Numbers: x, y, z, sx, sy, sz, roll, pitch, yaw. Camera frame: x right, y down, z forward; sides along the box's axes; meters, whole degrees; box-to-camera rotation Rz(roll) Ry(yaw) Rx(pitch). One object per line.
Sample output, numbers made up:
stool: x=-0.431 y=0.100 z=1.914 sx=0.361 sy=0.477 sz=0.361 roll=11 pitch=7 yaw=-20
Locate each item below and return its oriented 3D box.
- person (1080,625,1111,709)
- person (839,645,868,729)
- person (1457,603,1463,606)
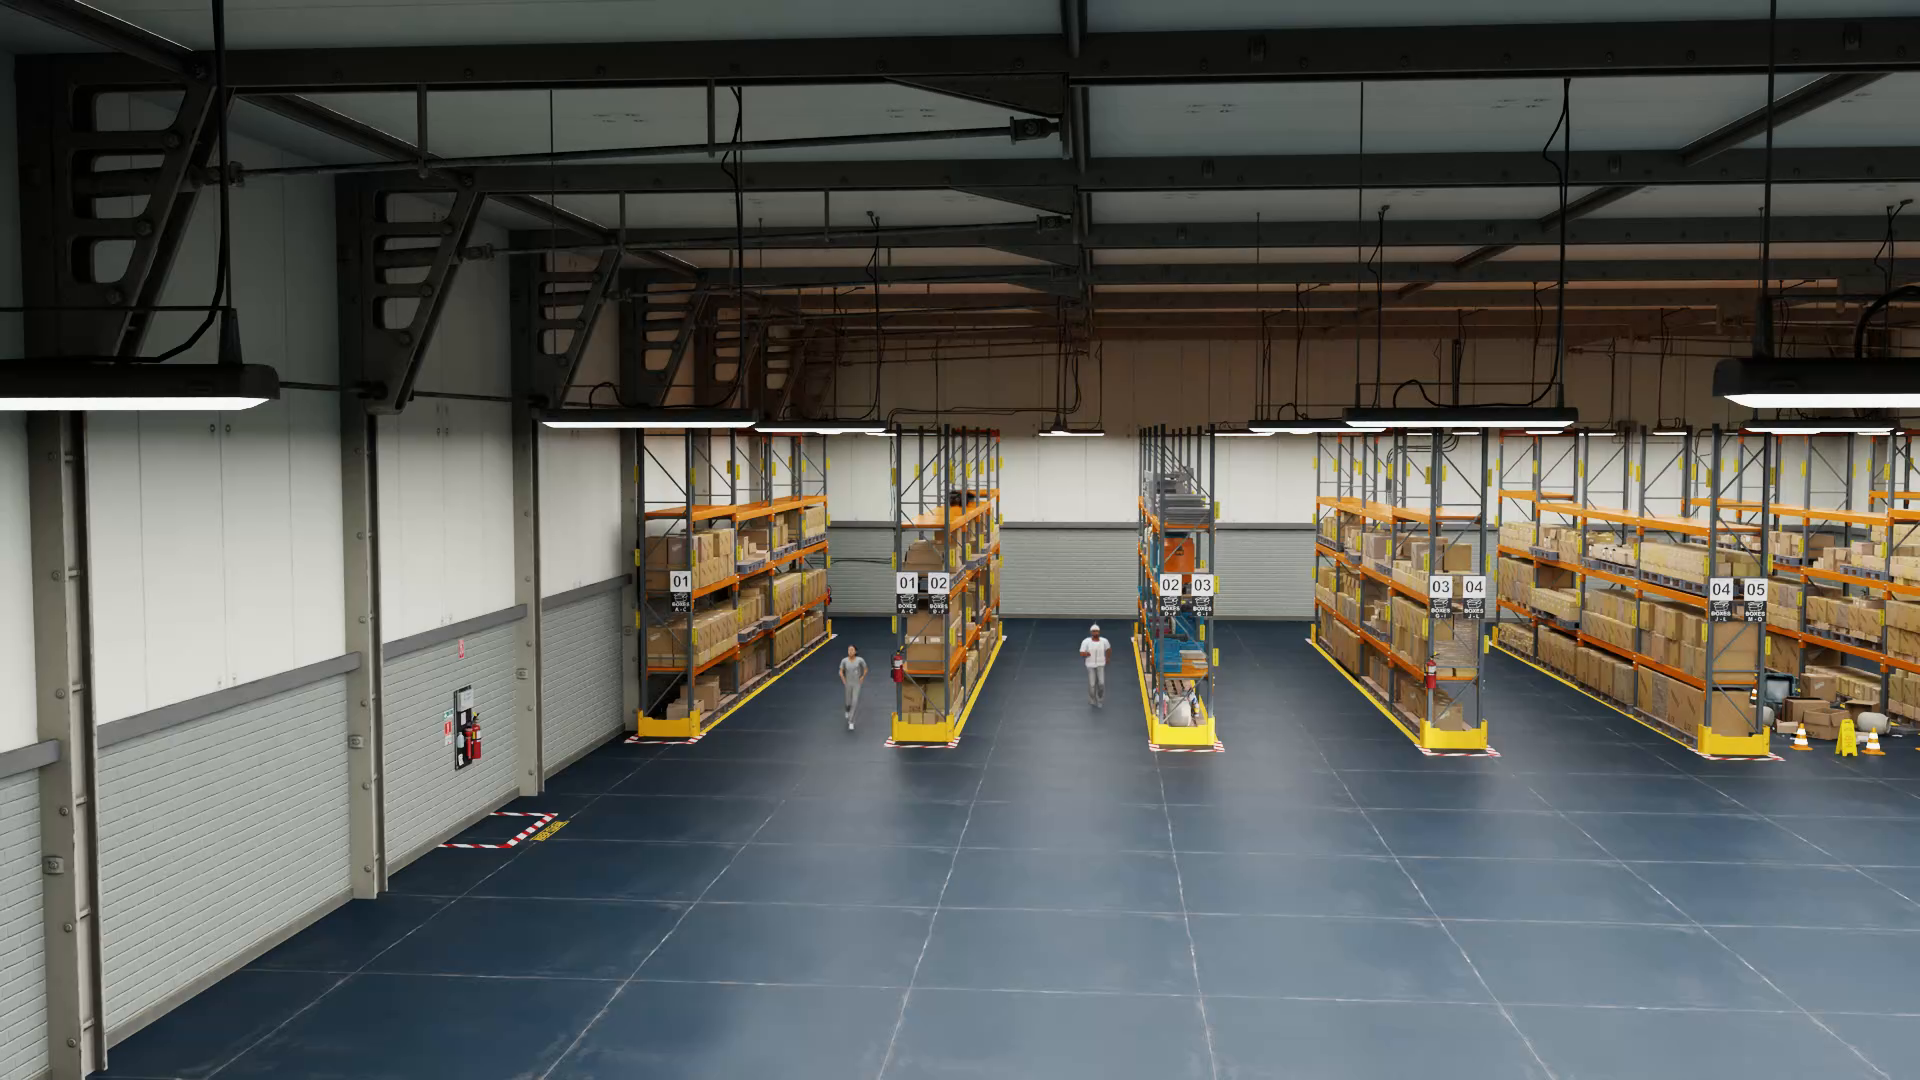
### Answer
person: x=2.887 y=2.700 z=35.301 sx=0.674 sy=1.792 sz=0.670 roll=0 pitch=3 yaw=1
person: x=-2.119 y=2.917 z=33.135 sx=0.573 sy=1.615 sz=0.746 roll=0 pitch=3 yaw=2
person: x=13.673 y=2.113 z=45.595 sx=0.691 sy=1.766 sz=0.709 roll=1 pitch=4 yaw=13
